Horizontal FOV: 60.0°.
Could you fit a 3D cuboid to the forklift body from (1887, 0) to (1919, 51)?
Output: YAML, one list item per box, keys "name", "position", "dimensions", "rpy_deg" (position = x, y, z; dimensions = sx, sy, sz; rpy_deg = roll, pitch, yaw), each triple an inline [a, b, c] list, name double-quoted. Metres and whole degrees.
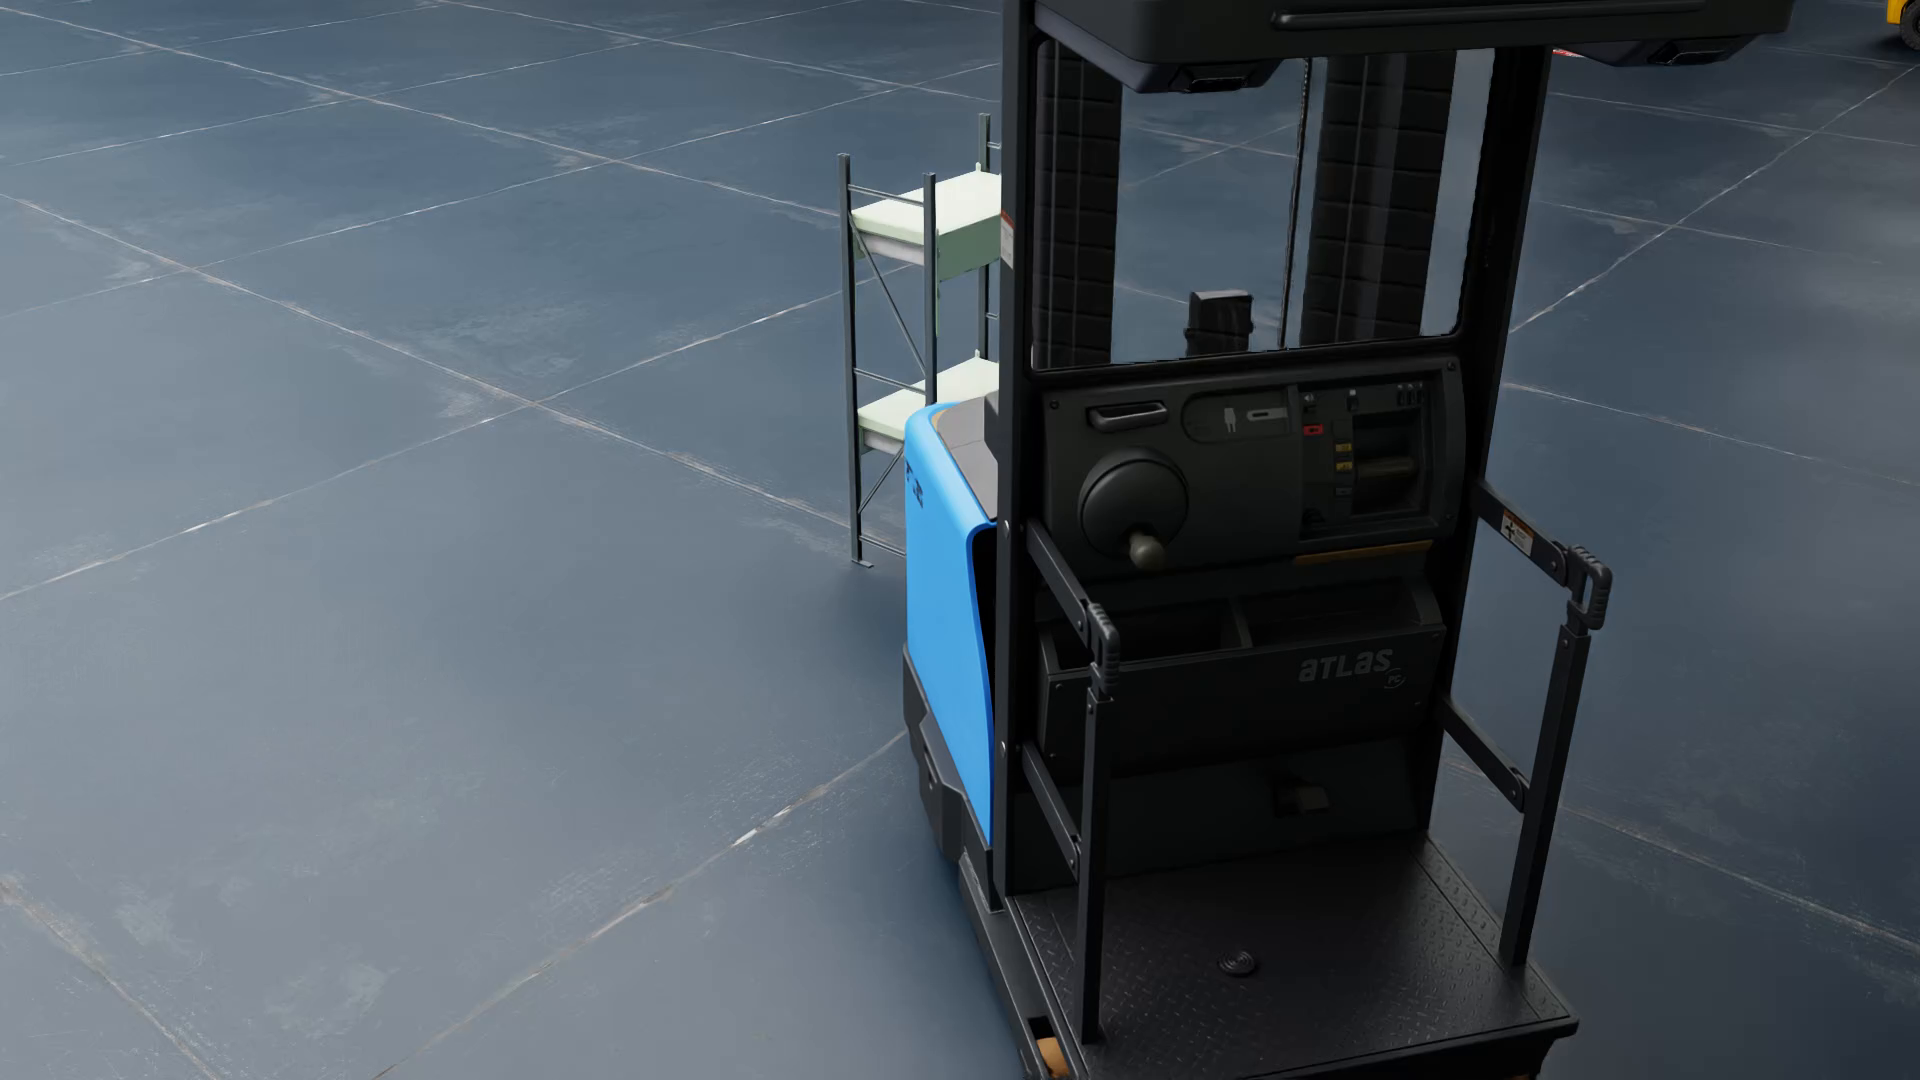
- name: "forklift body"
  position: [9.261, -5.198, 13.956]
  dimensions: [2.313, 2.155, 1.214]
  rpy_deg: [21, 34, 34]

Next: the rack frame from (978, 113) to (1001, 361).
- name: "rack frame"
  position: [0.229, -0.794, 6.152]
  dimensions: [0.400, 1.500, 0.023]
  rpy_deg: [21, 34, 34]

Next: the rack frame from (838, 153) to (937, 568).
- name: "rack frame"
  position: [-0.237, -0.534, 5.650]
  dimensions: [0.400, 1.500, 0.023]
  rpy_deg: [21, 34, 34]

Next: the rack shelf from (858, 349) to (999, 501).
- name: "rack shelf"
  position: [-0.004, -0.374, 6.051]
  dimensions: [0.431, 0.370, 0.720]
  rpy_deg: [21, 34, 34]

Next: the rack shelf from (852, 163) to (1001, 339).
- name: "rack shelf"
  position: [-0.004, -1.010, 5.721]
  dimensions: [0.431, 0.370, 0.720]
  rpy_deg: [21, 34, 34]

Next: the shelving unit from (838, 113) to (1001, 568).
- name: "shelving unit"
  position: [-0.004, -0.664, 5.901]
  dimensions: [0.431, 1.500, 0.755]
  rpy_deg: [21, 34, 34]

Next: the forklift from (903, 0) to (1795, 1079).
- name: "forklift"
  position: [0.677, -0.122, 3.296]
  dimensions: [1.130, 2.935, 3.031]
  rpy_deg: [-6, 28, -12]
